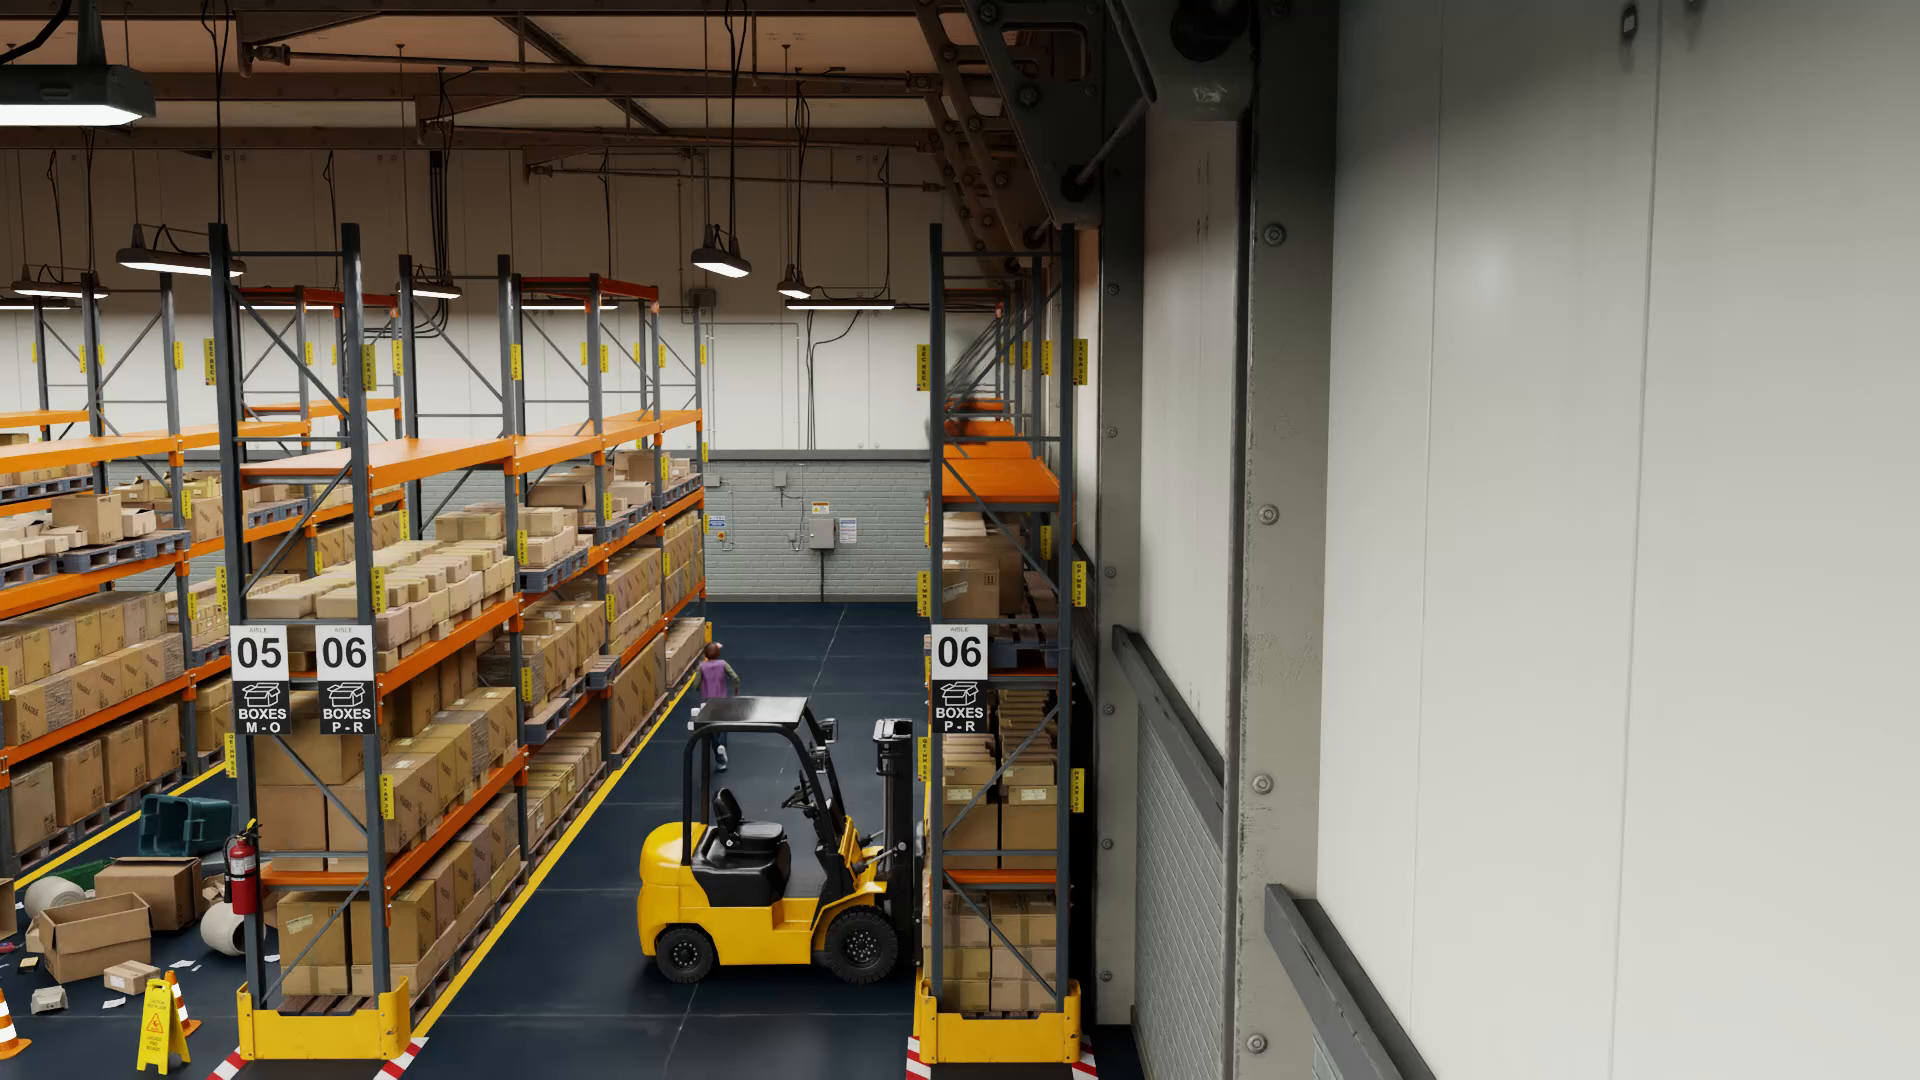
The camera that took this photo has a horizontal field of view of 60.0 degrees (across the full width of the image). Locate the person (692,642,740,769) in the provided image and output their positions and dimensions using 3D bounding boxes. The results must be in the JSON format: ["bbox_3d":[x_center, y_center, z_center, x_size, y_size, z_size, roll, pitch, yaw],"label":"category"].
[{"bbox_3d":[-2.994,2.020,20.423,0.572,1.567,0.477,-1,7,-11],"label":"person"}]
